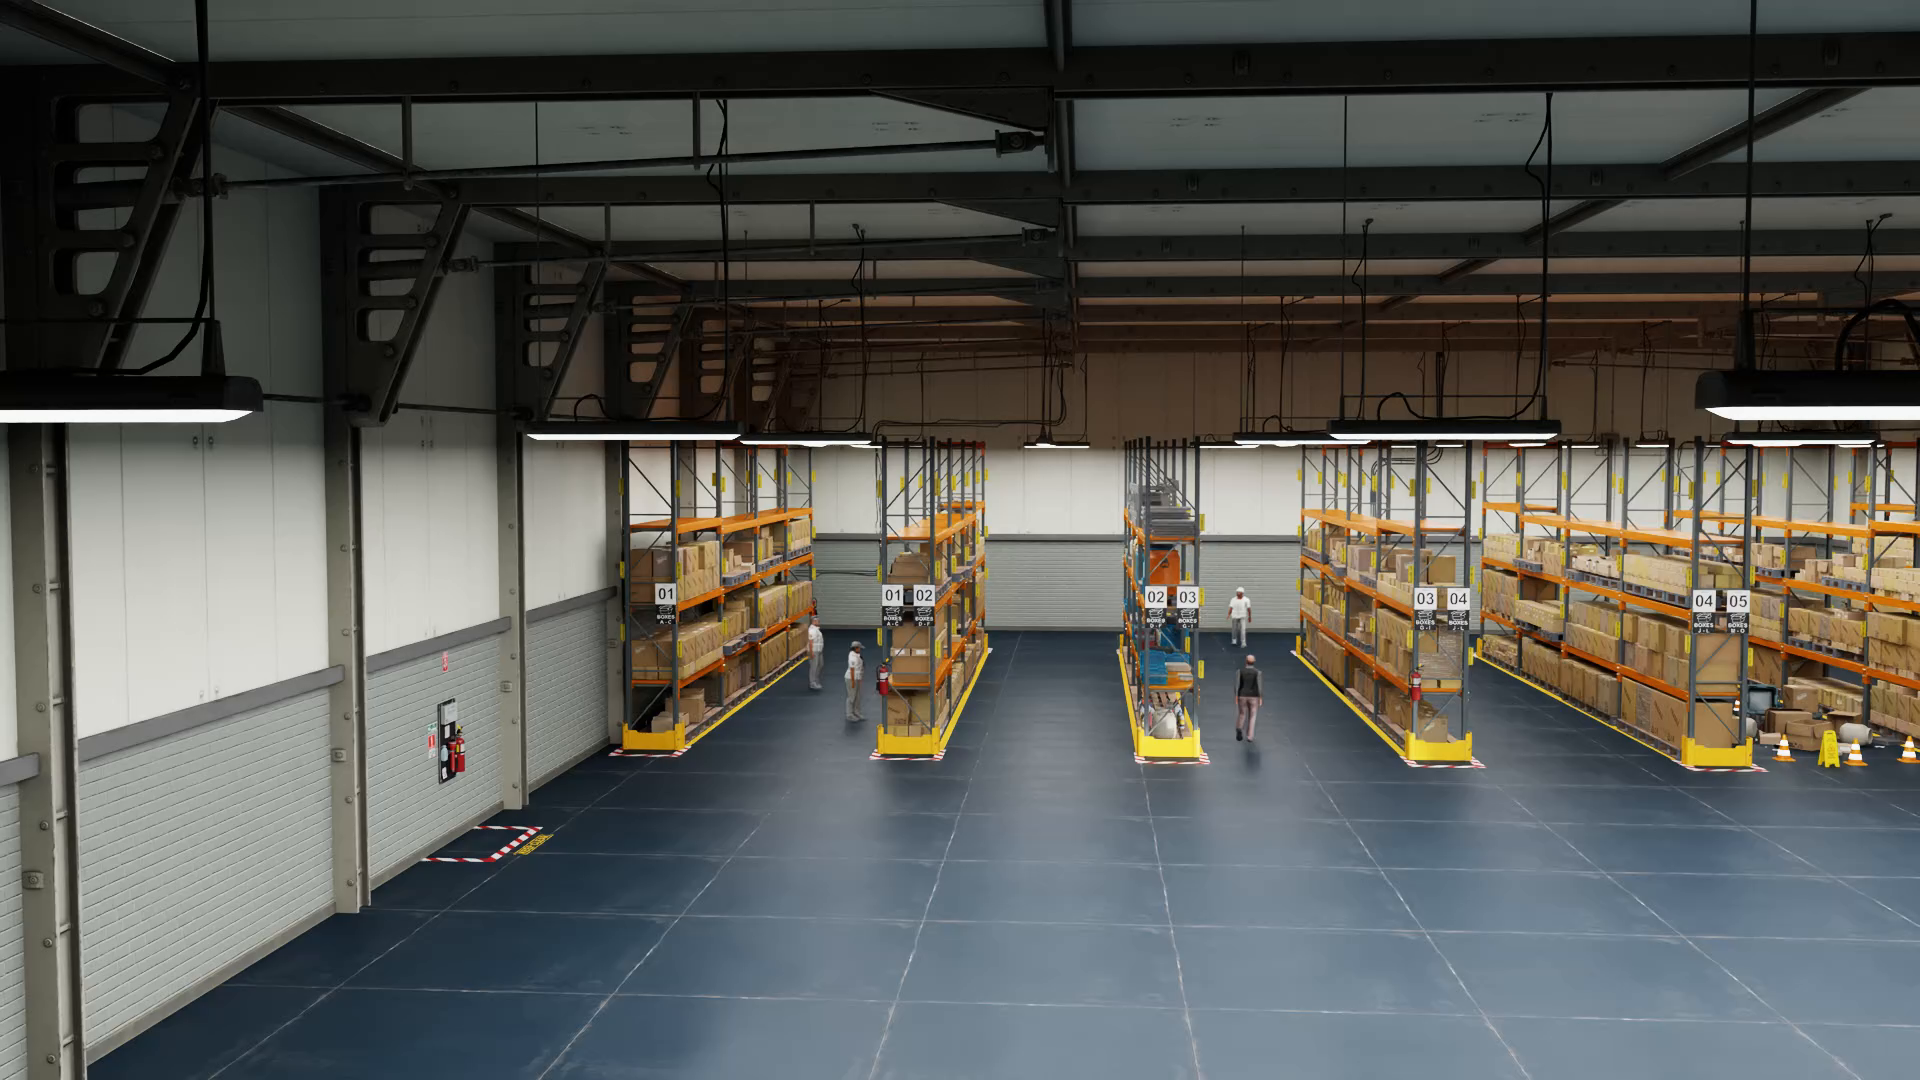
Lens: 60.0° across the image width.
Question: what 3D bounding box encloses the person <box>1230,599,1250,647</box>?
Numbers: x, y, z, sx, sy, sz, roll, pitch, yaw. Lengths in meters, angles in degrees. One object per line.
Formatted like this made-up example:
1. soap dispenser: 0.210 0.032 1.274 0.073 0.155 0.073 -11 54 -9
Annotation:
1. person: 8.199 2.388 48.657 0.591 1.413 1.060 0 3 3

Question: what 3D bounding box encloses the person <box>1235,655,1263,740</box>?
1. person: 5.652 3.080 32.552 0.531 1.659 0.466 2 4 30

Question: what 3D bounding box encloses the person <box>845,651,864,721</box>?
1. person: -2.250 3.098 35.438 0.416 1.468 0.487 0 3 6

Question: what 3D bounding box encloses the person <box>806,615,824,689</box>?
1. person: -3.506 2.726 40.204 0.396 1.829 0.591 0 3 8
